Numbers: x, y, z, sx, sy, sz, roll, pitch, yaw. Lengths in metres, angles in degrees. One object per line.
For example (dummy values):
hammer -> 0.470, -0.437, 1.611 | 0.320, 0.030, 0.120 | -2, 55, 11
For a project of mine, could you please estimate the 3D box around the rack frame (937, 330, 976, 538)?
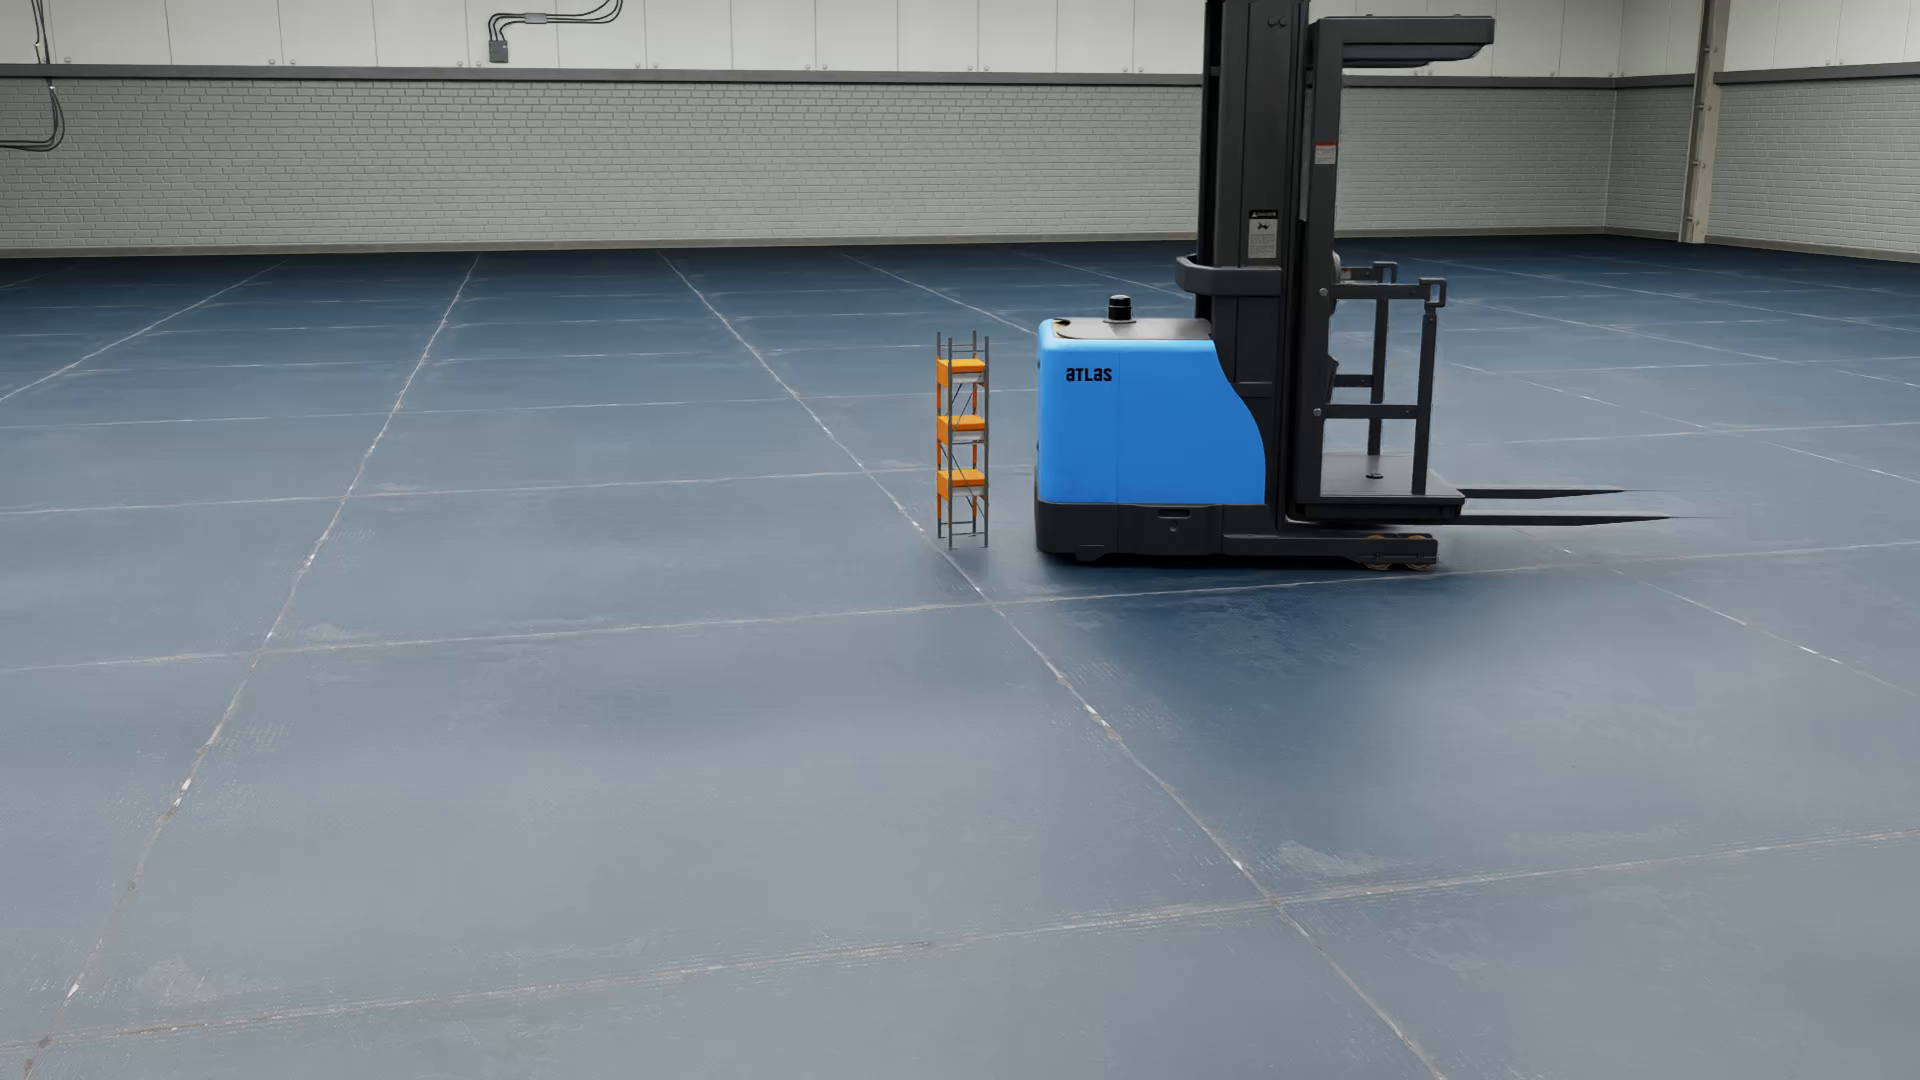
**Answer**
rack frame -> -0.016, -0.526, 8.367 | 0.200, 1.050, 0.008 | -3, 14, -13

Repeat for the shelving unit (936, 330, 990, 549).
shelving unit -> 0.013, -0.498, 8.252 | 0.215, 1.050, 0.252 | -3, 14, -13

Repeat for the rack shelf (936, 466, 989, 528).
rack shelf -> 0.013, -0.217, 8.320 | 0.215, 0.259, 0.240 | -3, 14, -13

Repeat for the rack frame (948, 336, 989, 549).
rack frame -> 0.041, -0.470, 8.137 | 0.200, 1.050, 0.008 | -3, 14, -13

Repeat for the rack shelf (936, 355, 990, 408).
rack shelf -> 0.013, -0.763, 8.187 | 0.215, 0.259, 0.240 | -3, 14, -13

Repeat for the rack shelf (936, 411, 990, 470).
rack shelf -> 0.013, -0.487, 8.254 | 0.215, 0.259, 0.240 | -3, 14, -13

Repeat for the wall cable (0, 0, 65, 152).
wall cable -> -16.170, -7.494, 26.683 | 3.097, 2.526, 0.112 | -3, 14, -13

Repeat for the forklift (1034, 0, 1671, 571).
forklift -> 1.896, -1.407, 8.012 | 3.031, 2.935, 1.130 | 0, 14, 2

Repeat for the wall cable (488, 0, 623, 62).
wall cable -> -6.939, -11.180, 28.062 | 2.305, 6.003, 0.169 | -3, 14, -13

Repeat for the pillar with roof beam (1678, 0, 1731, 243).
pillar with roof beam -> 9.671, -9.765, 29.436 | 9.100, 9.000, 0.400 | -3, 14, -13
